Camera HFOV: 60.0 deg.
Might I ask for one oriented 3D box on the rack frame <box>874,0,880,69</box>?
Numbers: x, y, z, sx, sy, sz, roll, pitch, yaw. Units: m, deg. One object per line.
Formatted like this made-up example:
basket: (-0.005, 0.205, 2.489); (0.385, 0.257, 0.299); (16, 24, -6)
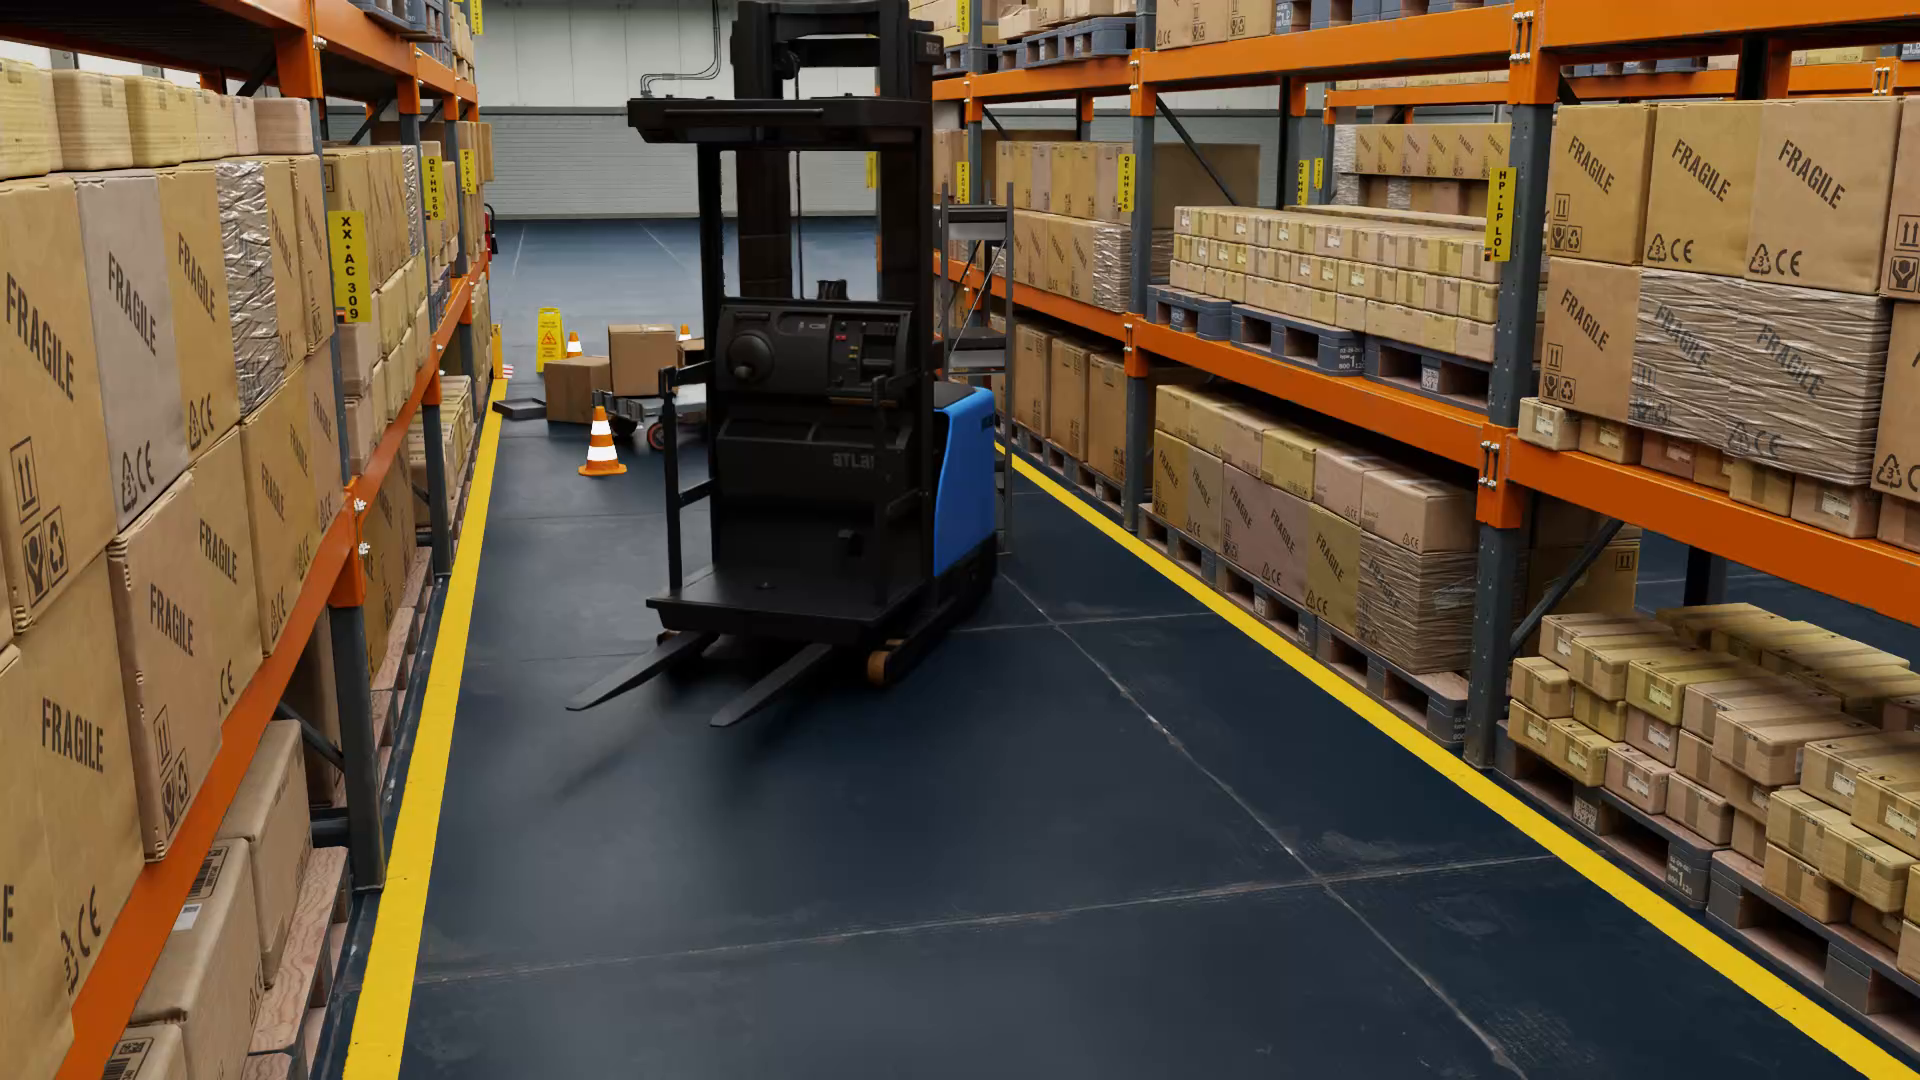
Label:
rack frame: (-0.375, -6.300, 16.752); (1.000, 3.000, 0.127); (-3, 14, -13)

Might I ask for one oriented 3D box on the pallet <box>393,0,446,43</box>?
pallet: (-3.082, -2.460, 7.755); (1.213, 0.211, 1.003); (-3, 14, -11)

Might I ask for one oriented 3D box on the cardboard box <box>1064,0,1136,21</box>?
cardboard box: (0.966, -3.431, 10.421); (0.500, 0.311, 0.500); (-3, 14, -13)

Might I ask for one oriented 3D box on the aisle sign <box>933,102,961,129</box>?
aisle sign: (-0.100, -4.681, 17.290); (0.394, 0.787, 0.004); (-3, 14, -13)

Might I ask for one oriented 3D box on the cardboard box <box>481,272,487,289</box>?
cardboard box: (-4.570, -2.383, 15.321); (0.380, 0.149, 0.250); (-3, 14, -12)

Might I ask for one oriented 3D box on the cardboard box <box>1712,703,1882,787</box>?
cardboard box: (2.501, 0.610, 4.977); (0.380, 0.149, 0.250); (-3, 14, -12)

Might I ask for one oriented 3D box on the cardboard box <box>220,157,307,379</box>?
cardboard box: (-1.854, -0.641, 3.914); (0.500, 0.500, 0.500); (-3, 14, -14)

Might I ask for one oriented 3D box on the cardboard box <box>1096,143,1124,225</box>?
cardboard box: (1.288, -2.295, 10.682); (0.700, 0.500, 0.500); (-3, 14, -14)

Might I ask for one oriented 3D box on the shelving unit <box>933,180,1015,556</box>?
shelving unit: (0.039, -0.982, 9.522); (0.431, 2.100, 0.503); (-3, 14, -13)

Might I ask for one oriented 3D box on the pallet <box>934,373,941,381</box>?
pallet: (0.171, -1.570, 15.908); (1.003, 0.211, 1.213); (-3, 14, -13)

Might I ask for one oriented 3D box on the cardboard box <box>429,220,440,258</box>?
cardboard box: (-3.294, -1.874, 9.556); (0.500, 0.500, 0.500); (-3, 14, -10)

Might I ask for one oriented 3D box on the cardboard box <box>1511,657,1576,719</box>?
cardboard box: (2.217, 0.521, 5.970); (0.380, 0.149, 0.250); (-3, 14, -11)

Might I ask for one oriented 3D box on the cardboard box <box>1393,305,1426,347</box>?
cardboard box: (2.039, -0.897, 6.923); (0.380, 0.149, 0.250); (-3, 14, -13)

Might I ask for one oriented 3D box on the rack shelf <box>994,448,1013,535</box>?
rack shelf: (0.039, -0.289, 9.691); (0.431, 0.518, 0.480); (-3, 14, -13)

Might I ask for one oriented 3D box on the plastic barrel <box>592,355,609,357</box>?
plastic barrel: (-3.207, -1.443, 14.940); (0.512, 0.421, 0.421); (7, 15, 26)

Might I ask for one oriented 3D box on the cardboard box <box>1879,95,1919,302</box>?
cardboard box: (2.656, -0.823, 4.031); (0.500, 0.500, 0.500); (-4, 14, -15)

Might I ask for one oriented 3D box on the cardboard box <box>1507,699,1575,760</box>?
cardboard box: (2.216, 0.666, 6.004); (0.380, 0.149, 0.250); (-4, 14, -16)

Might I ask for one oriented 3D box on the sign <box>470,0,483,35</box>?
sign: (-4.619, -5.000, 15.885); (0.100, 0.325, 0.005); (-3, 14, -13)

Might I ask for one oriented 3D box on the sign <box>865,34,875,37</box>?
sign: (-0.916, -5.276, 16.874); (0.100, 0.325, 0.005); (-3, 14, -13)

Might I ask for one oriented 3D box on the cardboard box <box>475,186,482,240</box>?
cardboard box: (-4.541, -2.938, 14.795); (0.500, 0.500, 0.500); (-3, 14, -13)

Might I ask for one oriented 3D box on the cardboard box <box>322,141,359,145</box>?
cardboard box: (-4.102, -2.502, 10.761); (0.380, 0.149, 0.250); (-2, 14, -10)

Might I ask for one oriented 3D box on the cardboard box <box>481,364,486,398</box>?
cardboard box: (-4.236, -1.305, 13.859); (0.500, 0.250, 0.500); (-2, 14, -10)

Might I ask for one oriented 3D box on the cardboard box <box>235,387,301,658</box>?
cardboard box: (-1.729, -0.040, 3.560); (0.500, 0.500, 0.500); (-3, 14, -14)

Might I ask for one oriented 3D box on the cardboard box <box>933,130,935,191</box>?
cardboard box: (0.143, -3.522, 15.430); (0.875, 0.550, 0.500); (-3, 14, -13)

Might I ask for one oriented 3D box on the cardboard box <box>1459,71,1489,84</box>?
cardboard box: (4.936, -4.312, 15.251); (0.500, 0.250, 0.500); (-3, 14, -12)

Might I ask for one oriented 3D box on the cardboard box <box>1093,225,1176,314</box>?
cardboard box: (1.137, -1.677, 10.262); (0.500, 0.500, 0.500); (-3, 14, -13)

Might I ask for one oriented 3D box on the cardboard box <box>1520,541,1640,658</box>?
cardboard box: (2.527, 0.208, 7.138); (0.500, 0.500, 0.500); (-3, 14, -11)

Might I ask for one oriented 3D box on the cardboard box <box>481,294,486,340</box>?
cardboard box: (-4.484, -1.911, 14.759); (0.500, 0.500, 0.500); (-4, 14, -15)

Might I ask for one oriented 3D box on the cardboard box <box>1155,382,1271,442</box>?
cardboard box: (1.430, -0.721, 9.361); (0.500, 0.250, 0.500); (-4, 14, -16)

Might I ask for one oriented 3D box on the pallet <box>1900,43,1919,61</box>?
pallet: (6.551, -3.013, 10.016); (1.213, 0.211, 1.003); (-3, 14, -11)

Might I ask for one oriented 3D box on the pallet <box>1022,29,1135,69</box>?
pallet: (1.035, -3.309, 11.227); (1.003, 0.211, 1.213); (-3, 14, -11)

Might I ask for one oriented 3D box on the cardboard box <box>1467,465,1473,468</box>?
cardboard box: (2.399, -0.279, 7.551); (0.500, 0.250, 0.500); (-3, 14, -12)

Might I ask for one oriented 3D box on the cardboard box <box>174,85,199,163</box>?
cardboard box: (-1.724, -0.815, 3.261); (0.380, 0.149, 0.250); (-4, 14, -14)

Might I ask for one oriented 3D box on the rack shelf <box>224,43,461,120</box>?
rack shelf: (-3.754, -2.810, 10.303); (1.077, 0.370, 4.000); (-3, 14, -13)

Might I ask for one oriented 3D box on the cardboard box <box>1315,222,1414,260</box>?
cardboard box: (1.854, -1.370, 7.607); (0.380, 0.149, 0.250); (-4, 14, -16)

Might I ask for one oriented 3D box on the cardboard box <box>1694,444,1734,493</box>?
cardboard box: (2.496, -0.234, 5.096); (0.380, 0.149, 0.250); (-4, 14, -16)

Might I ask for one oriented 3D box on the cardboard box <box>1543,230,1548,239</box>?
cardboard box: (2.668, -1.228, 7.023); (0.380, 0.149, 0.250); (-3, 14, -13)

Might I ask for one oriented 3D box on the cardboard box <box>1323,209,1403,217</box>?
cardboard box: (2.183, -1.705, 8.976); (0.380, 0.149, 0.250); (-3, 14, -11)

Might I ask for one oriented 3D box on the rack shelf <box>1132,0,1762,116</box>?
rack shelf: (1.973, -2.186, 7.750); (1.077, 0.370, 4.000); (-3, 14, -13)

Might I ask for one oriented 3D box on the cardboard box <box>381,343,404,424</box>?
cardboard box: (-2.420, -0.600, 6.377); (0.500, 0.250, 0.500); (-3, 14, -14)

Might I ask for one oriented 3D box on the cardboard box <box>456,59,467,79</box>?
cardboard box: (-4.276, -3.886, 13.723); (0.380, 0.149, 0.250); (-4, 14, -14)

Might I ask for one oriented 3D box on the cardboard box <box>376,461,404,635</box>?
cardboard box: (-2.998, -0.043, 7.373); (0.875, 0.875, 0.875); (-3, 14, -13)

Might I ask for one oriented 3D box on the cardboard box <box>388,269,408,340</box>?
cardboard box: (-2.537, -0.958, 6.792); (0.500, 0.250, 0.500); (-4, 14, -15)

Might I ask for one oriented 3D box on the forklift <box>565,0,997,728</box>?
forklift: (-0.735, -0.882, 7.363); (1.130, 2.935, 3.031); (4, 14, 17)

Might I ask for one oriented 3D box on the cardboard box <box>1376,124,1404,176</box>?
cardboard box: (4.563, -3.944, 16.807); (0.500, 0.500, 0.500); (-3, 14, -13)

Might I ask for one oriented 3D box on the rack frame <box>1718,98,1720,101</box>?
rack frame: (9.284, -3.915, 19.630); (1.000, 3.000, 0.127); (-3, 14, -13)

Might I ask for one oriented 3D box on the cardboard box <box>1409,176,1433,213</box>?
cardboard box: (4.988, -3.361, 16.525); (0.875, 0.500, 0.500); (-3, 14, -13)

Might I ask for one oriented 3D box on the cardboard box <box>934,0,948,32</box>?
cardboard box: (0.080, -4.460, 14.135); (0.500, 0.250, 0.500); (-3, 14, -13)

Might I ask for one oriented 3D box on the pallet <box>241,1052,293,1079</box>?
pallet: (-1.952, 1.499, 3.349); (1.003, 0.211, 1.213); (-3, 14, -13)

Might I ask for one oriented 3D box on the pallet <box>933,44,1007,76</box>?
pallet: (0.382, -4.066, 14.116); (1.003, 0.211, 1.213); (-3, 14, -13)

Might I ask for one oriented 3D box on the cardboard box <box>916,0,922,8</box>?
cardboard box: (-0.189, -4.855, 14.911); (0.380, 0.149, 0.250); (-3, 14, -12)

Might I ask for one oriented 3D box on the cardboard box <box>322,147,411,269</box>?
cardboard box: (-2.670, -1.437, 7.173); (0.500, 0.500, 0.500); (-3, 14, -13)

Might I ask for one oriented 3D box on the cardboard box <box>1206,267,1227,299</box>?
cardboard box: (1.539, -1.383, 8.913); (0.380, 0.149, 0.250); (-3, 14, -10)

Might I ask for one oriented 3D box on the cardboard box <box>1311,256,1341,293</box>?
cardboard box: (1.844, -1.228, 7.652); (0.380, 0.149, 0.250); (-3, 14, -13)

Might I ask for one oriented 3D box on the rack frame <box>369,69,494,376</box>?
rack frame: (-5.163, -3.086, 16.239); (1.000, 3.000, 0.127); (-3, 14, -13)

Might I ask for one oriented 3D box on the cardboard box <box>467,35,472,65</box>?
cardboard box: (-4.538, -4.276, 14.480); (0.500, 0.250, 0.500); (-3, 14, -12)

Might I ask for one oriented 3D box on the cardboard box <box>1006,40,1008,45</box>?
cardboard box: (0.568, -4.388, 14.680); (0.380, 0.149, 0.250); (-4, 14, -14)
